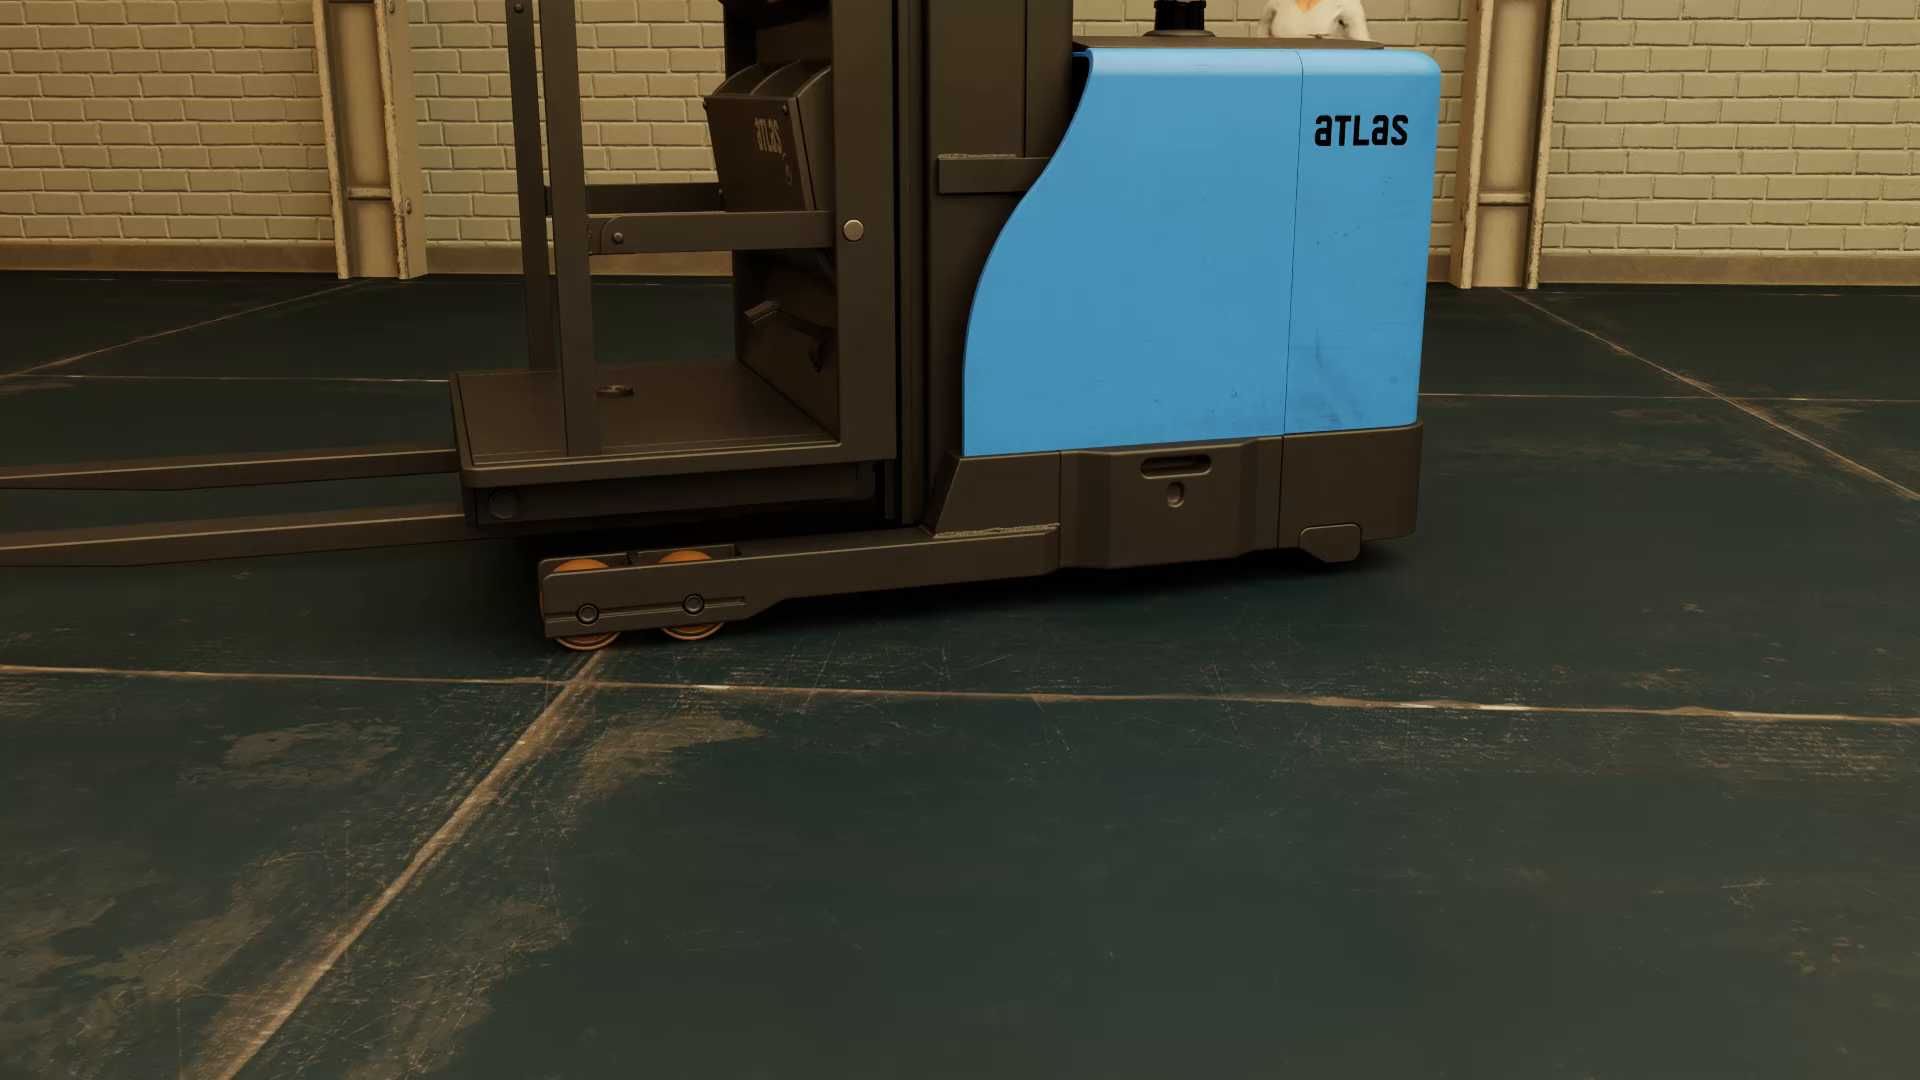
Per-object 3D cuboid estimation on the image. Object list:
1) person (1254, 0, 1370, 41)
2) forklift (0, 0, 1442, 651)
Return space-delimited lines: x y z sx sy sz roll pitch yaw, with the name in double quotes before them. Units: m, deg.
"person" 1.470 -1.745 7.060 0.611 1.673 0.402 7 17 25
"forklift" -0.580 -1.366 3.251 3.031 2.935 1.130 -5 16 -17
